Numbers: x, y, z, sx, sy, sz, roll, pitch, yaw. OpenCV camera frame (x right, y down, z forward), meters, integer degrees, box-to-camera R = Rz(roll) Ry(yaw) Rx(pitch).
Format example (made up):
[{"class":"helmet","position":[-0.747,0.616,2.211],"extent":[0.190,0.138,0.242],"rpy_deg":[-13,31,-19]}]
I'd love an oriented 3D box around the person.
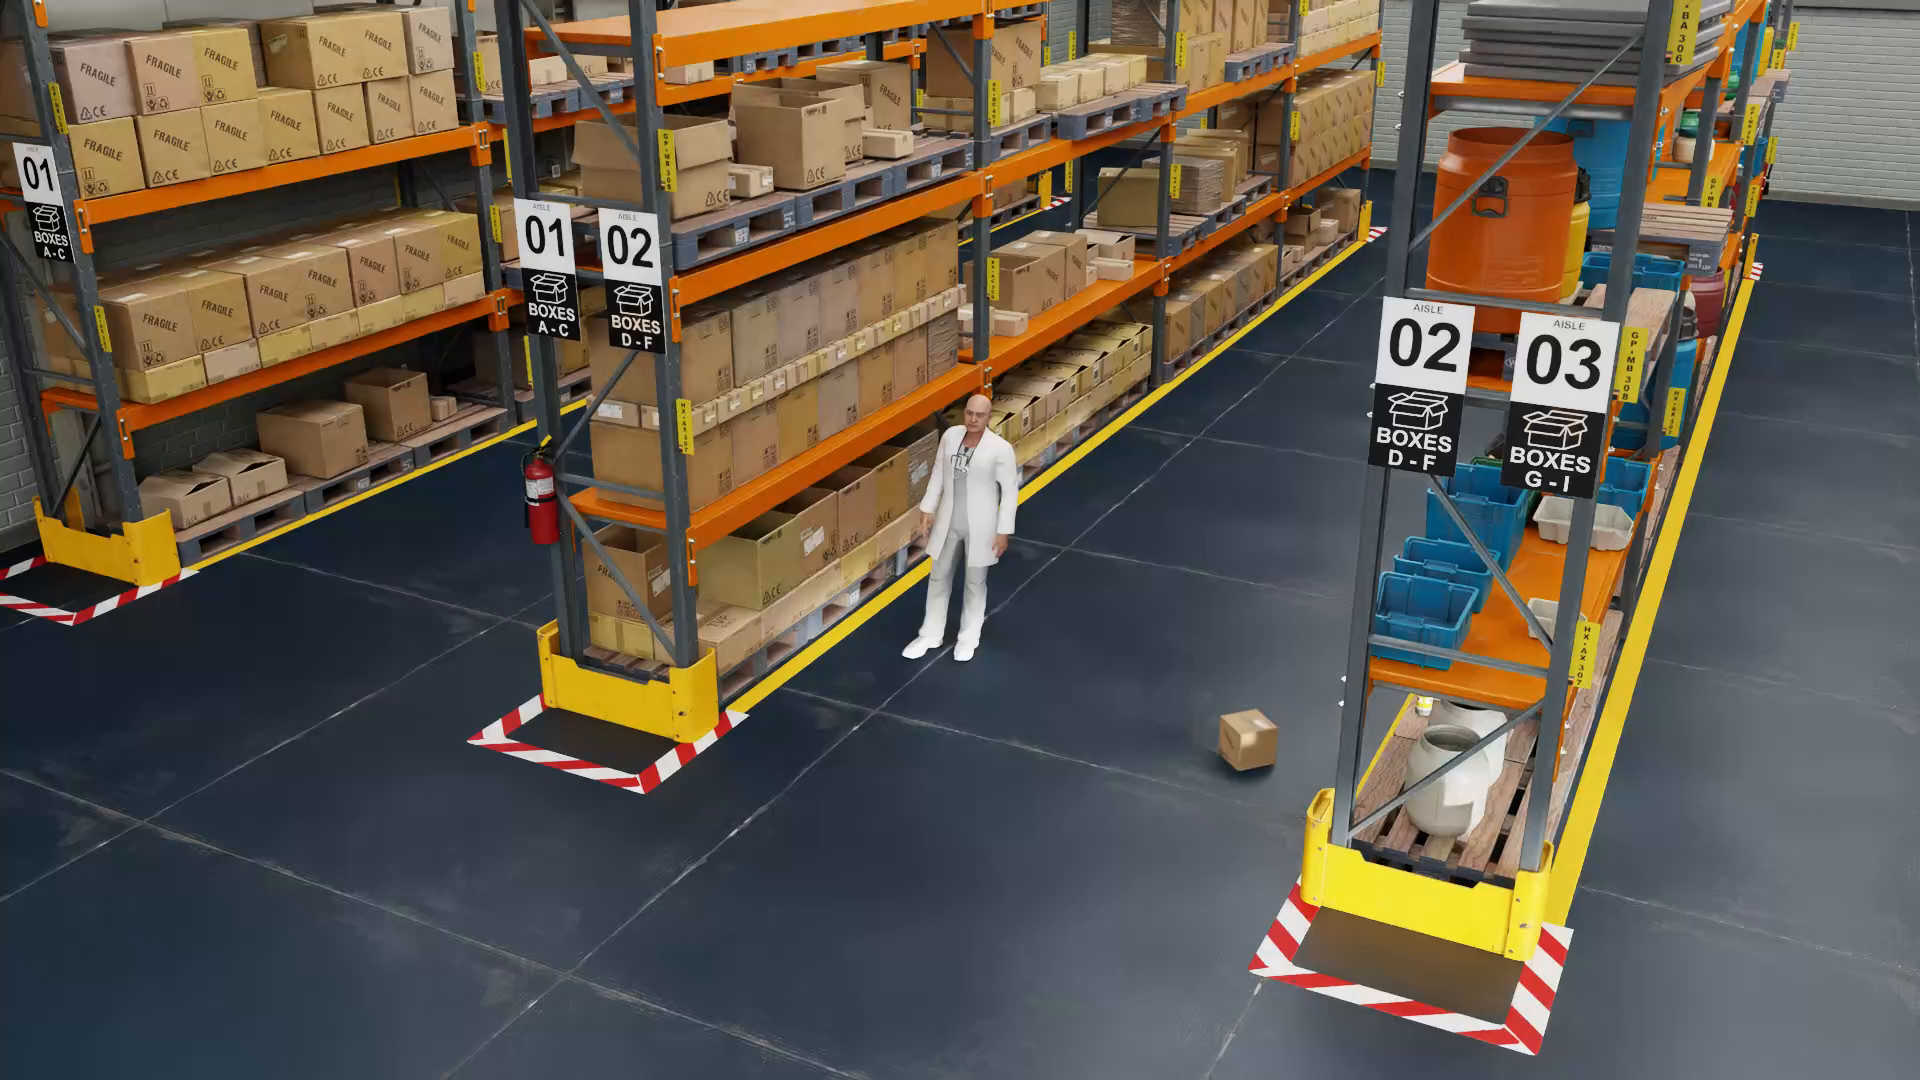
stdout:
[{"class":"person","position":[0.009,-0.064,10.917],"extent":[0.695,1.775,0.582],"rpy_deg":[11,25,25]}]
